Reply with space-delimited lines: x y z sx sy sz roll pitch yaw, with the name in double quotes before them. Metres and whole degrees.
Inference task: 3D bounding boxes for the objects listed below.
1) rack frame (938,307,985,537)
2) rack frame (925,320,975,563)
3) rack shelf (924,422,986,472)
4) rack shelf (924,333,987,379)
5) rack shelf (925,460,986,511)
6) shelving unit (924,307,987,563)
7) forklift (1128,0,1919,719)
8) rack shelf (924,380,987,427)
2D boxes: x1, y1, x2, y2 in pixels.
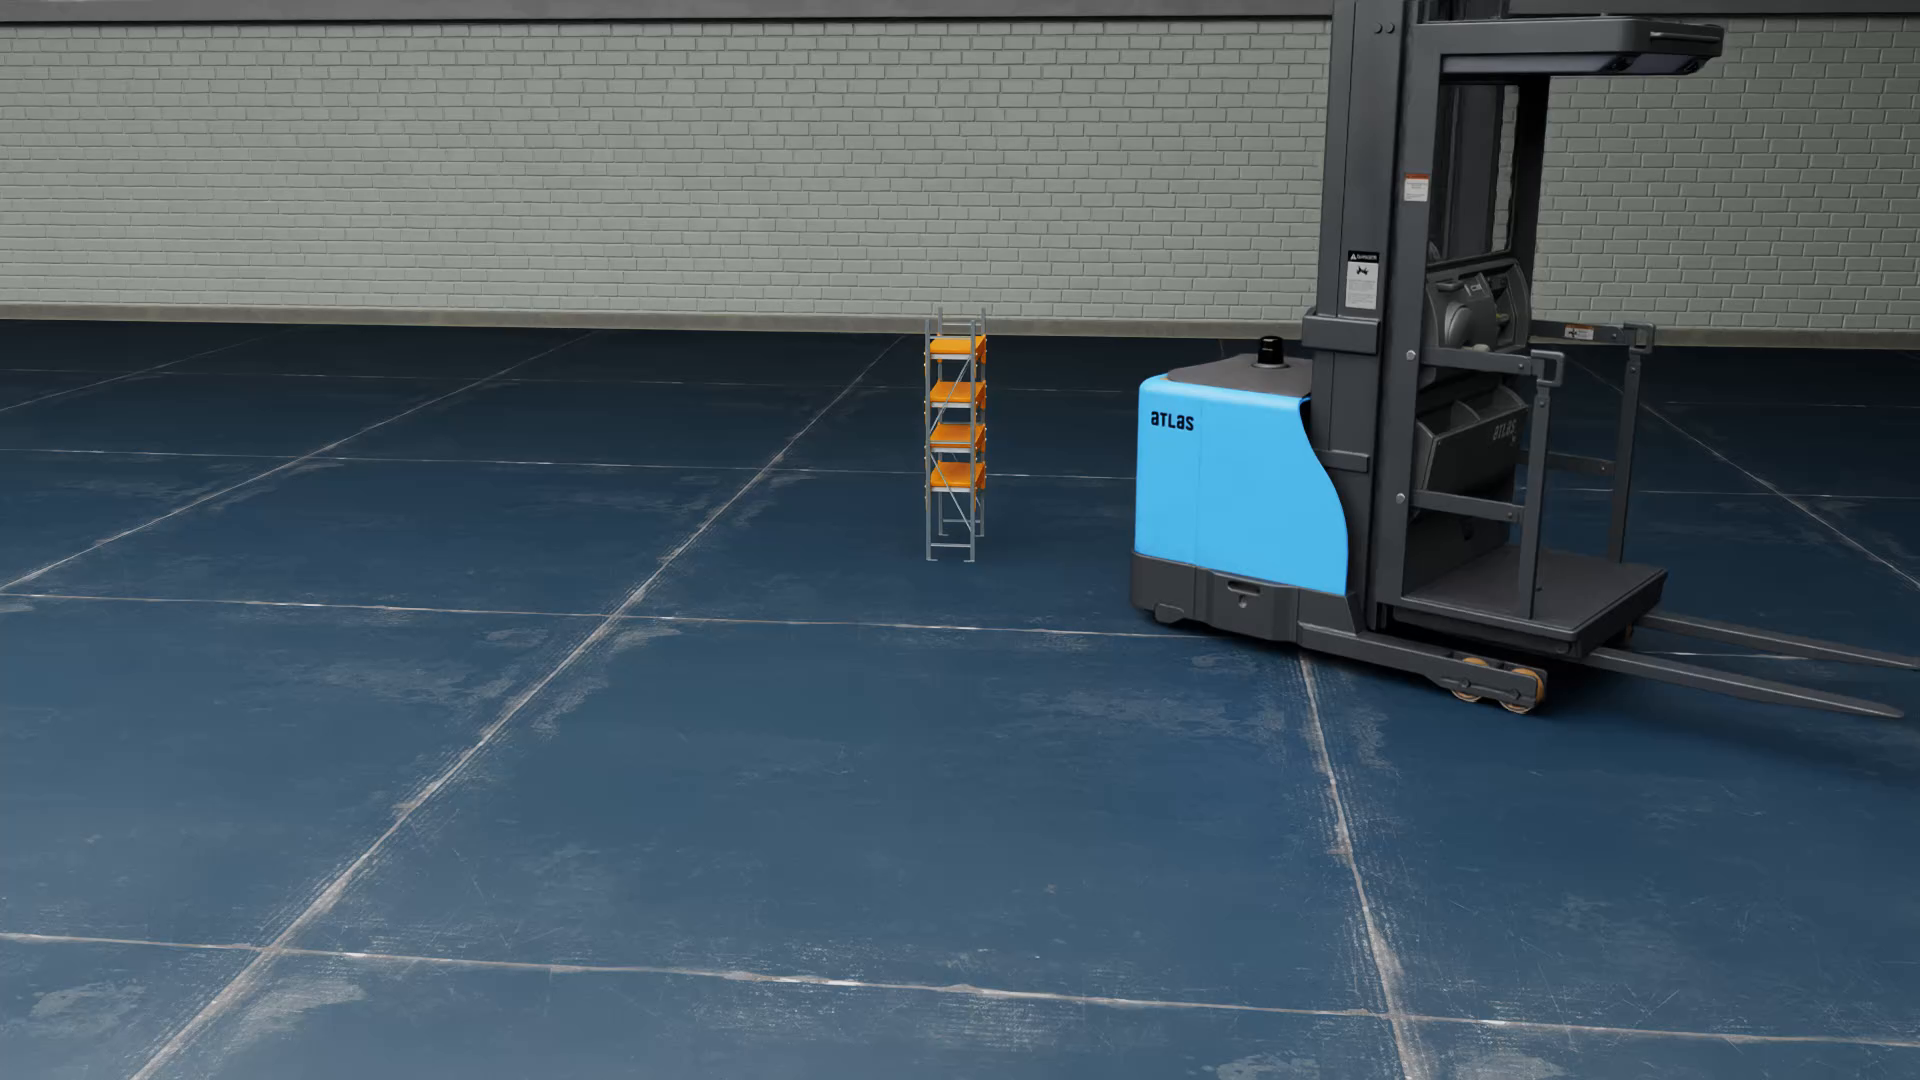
"rack frame" 0.009 -0.600 8.581 0.240 1.200 0.015 2 15 6
"rack frame" -0.046 -0.473 8.113 0.240 1.200 0.015 2 15 6
"rack shelf" -0.019 -0.471 8.364 0.258 0.148 0.480 2 15 6
"rack shelf" -0.019 -0.916 8.244 0.258 0.148 0.480 2 15 6
"rack shelf" -0.019 -0.280 8.416 0.258 0.148 0.480 2 15 6
"shelving unit" -0.019 -0.536 8.347 0.258 1.200 0.503 2 15 6
"forklift" 2.205 -0.921 6.452 3.031 2.935 1.130 12 19 38
"rack shelf" -0.019 -0.687 8.306 0.258 0.148 0.480 2 15 6
